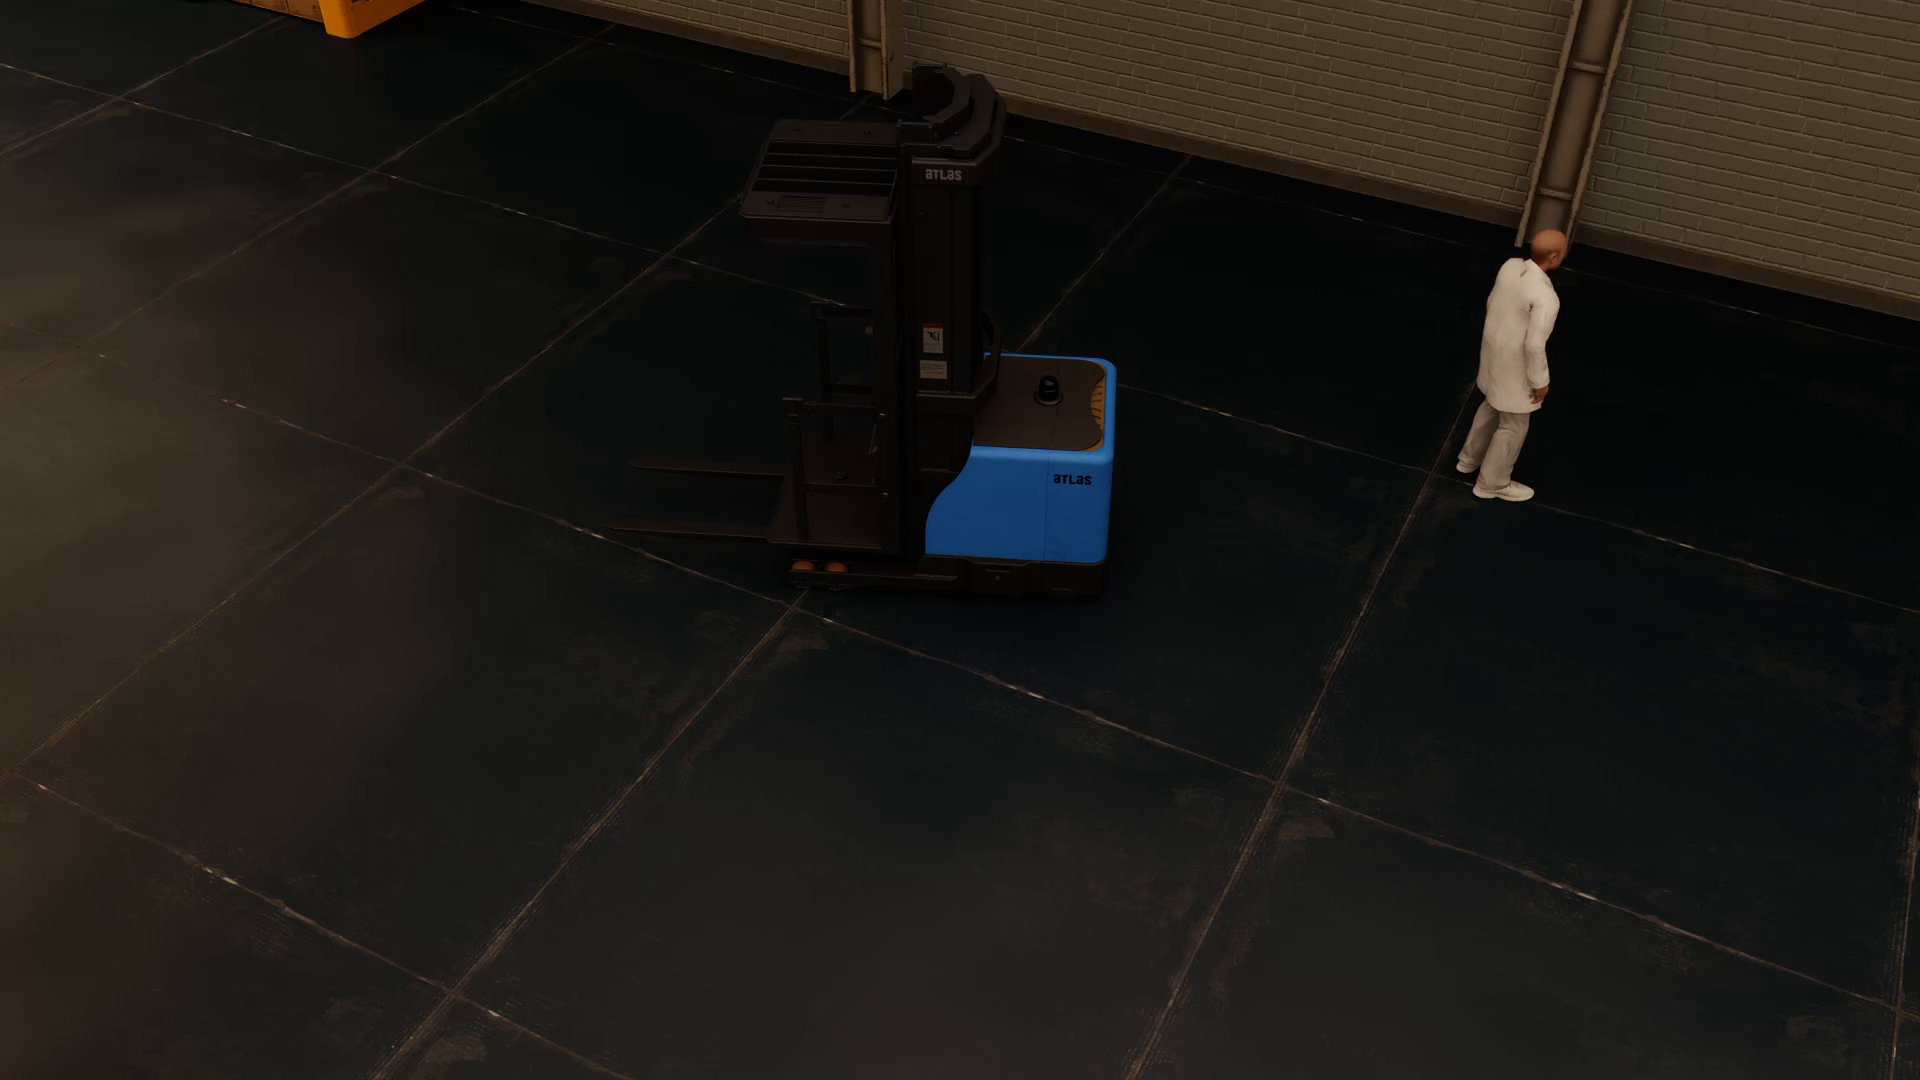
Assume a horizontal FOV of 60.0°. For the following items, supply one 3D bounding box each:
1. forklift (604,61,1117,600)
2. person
[{"bbox_3d":[-0.606,-1.157,9.360,3.031,2.935,1.130,3,40,4],"label":"forklift"},{"bbox_3d":[3.403,-1.095,10.185,0.413,1.775,0.656,-7,41,-9],"label":"person"}]
